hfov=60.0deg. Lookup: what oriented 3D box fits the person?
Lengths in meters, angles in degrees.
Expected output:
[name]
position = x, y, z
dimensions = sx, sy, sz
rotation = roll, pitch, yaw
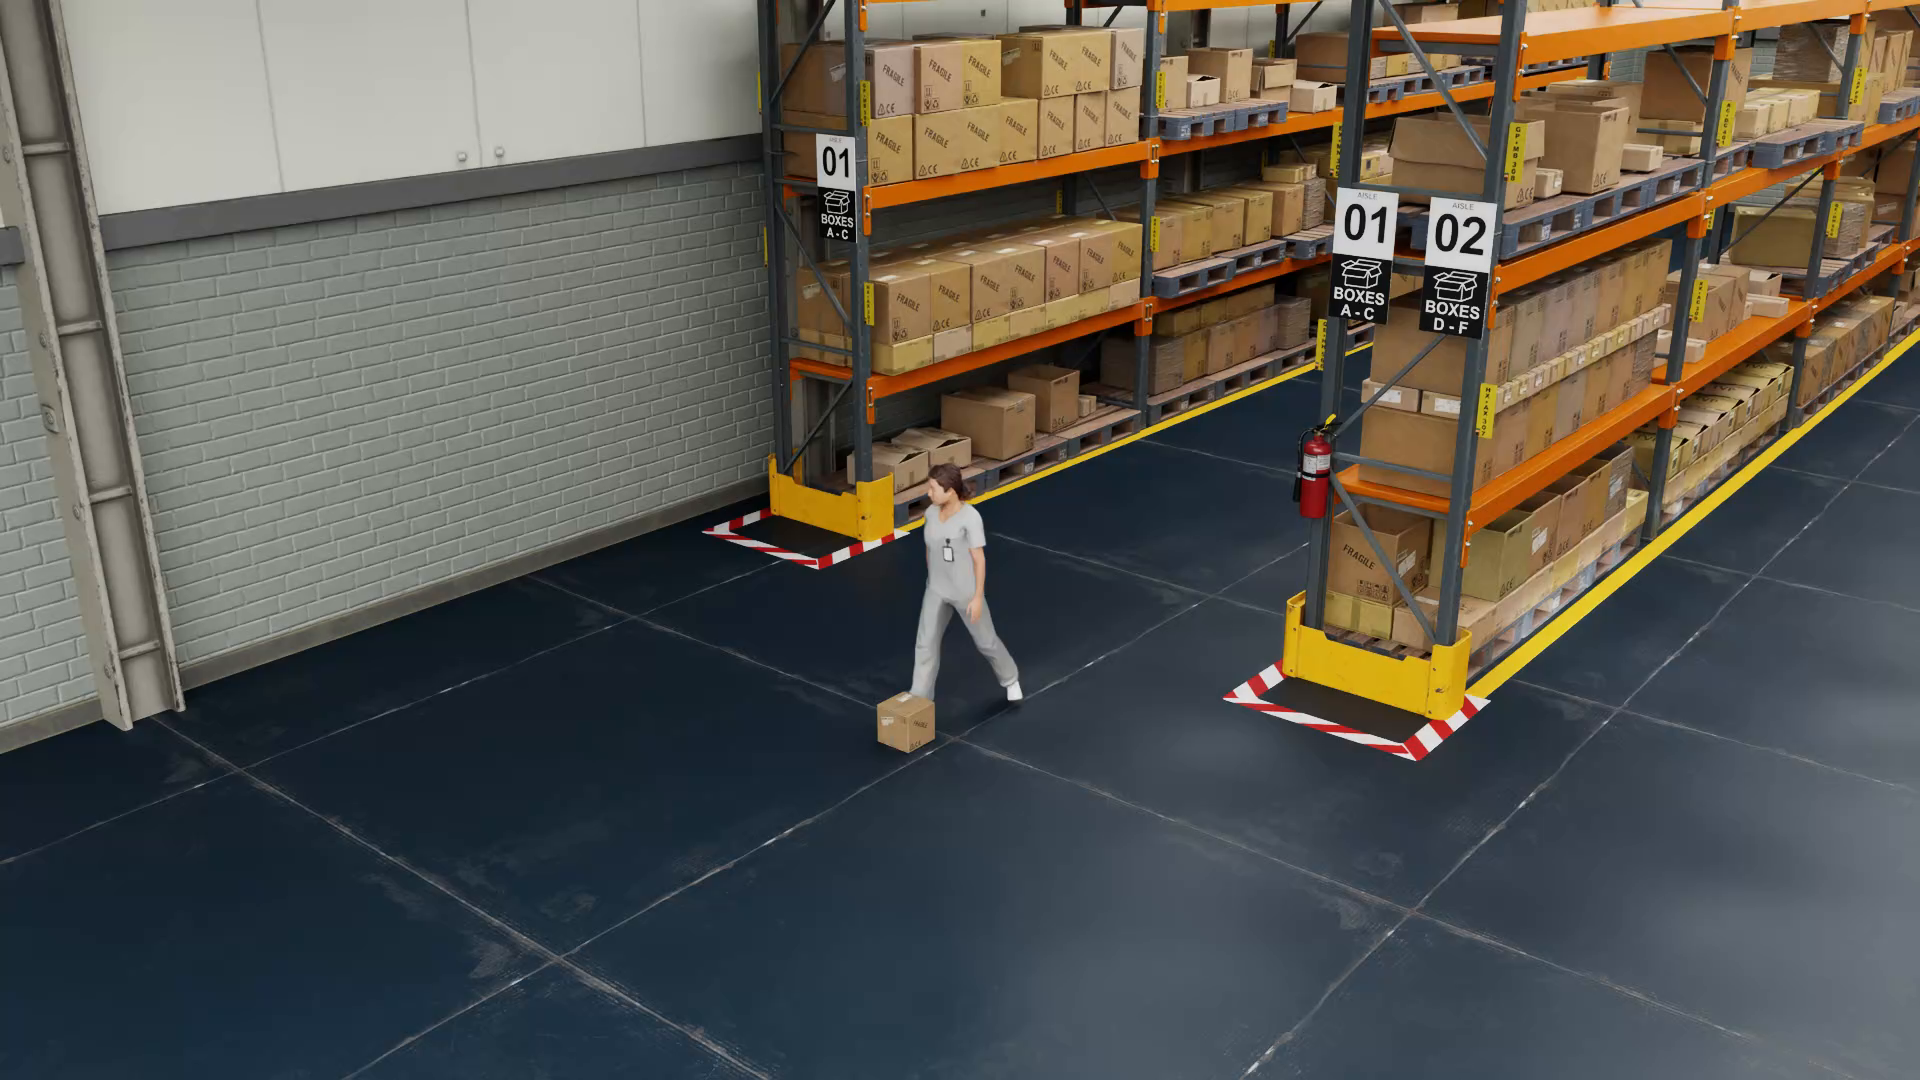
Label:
[person]
position = 0.014, 0.315, 10.214
dimensions = 0.567, 1.653, 0.901
rotation = 13, 24, 31
